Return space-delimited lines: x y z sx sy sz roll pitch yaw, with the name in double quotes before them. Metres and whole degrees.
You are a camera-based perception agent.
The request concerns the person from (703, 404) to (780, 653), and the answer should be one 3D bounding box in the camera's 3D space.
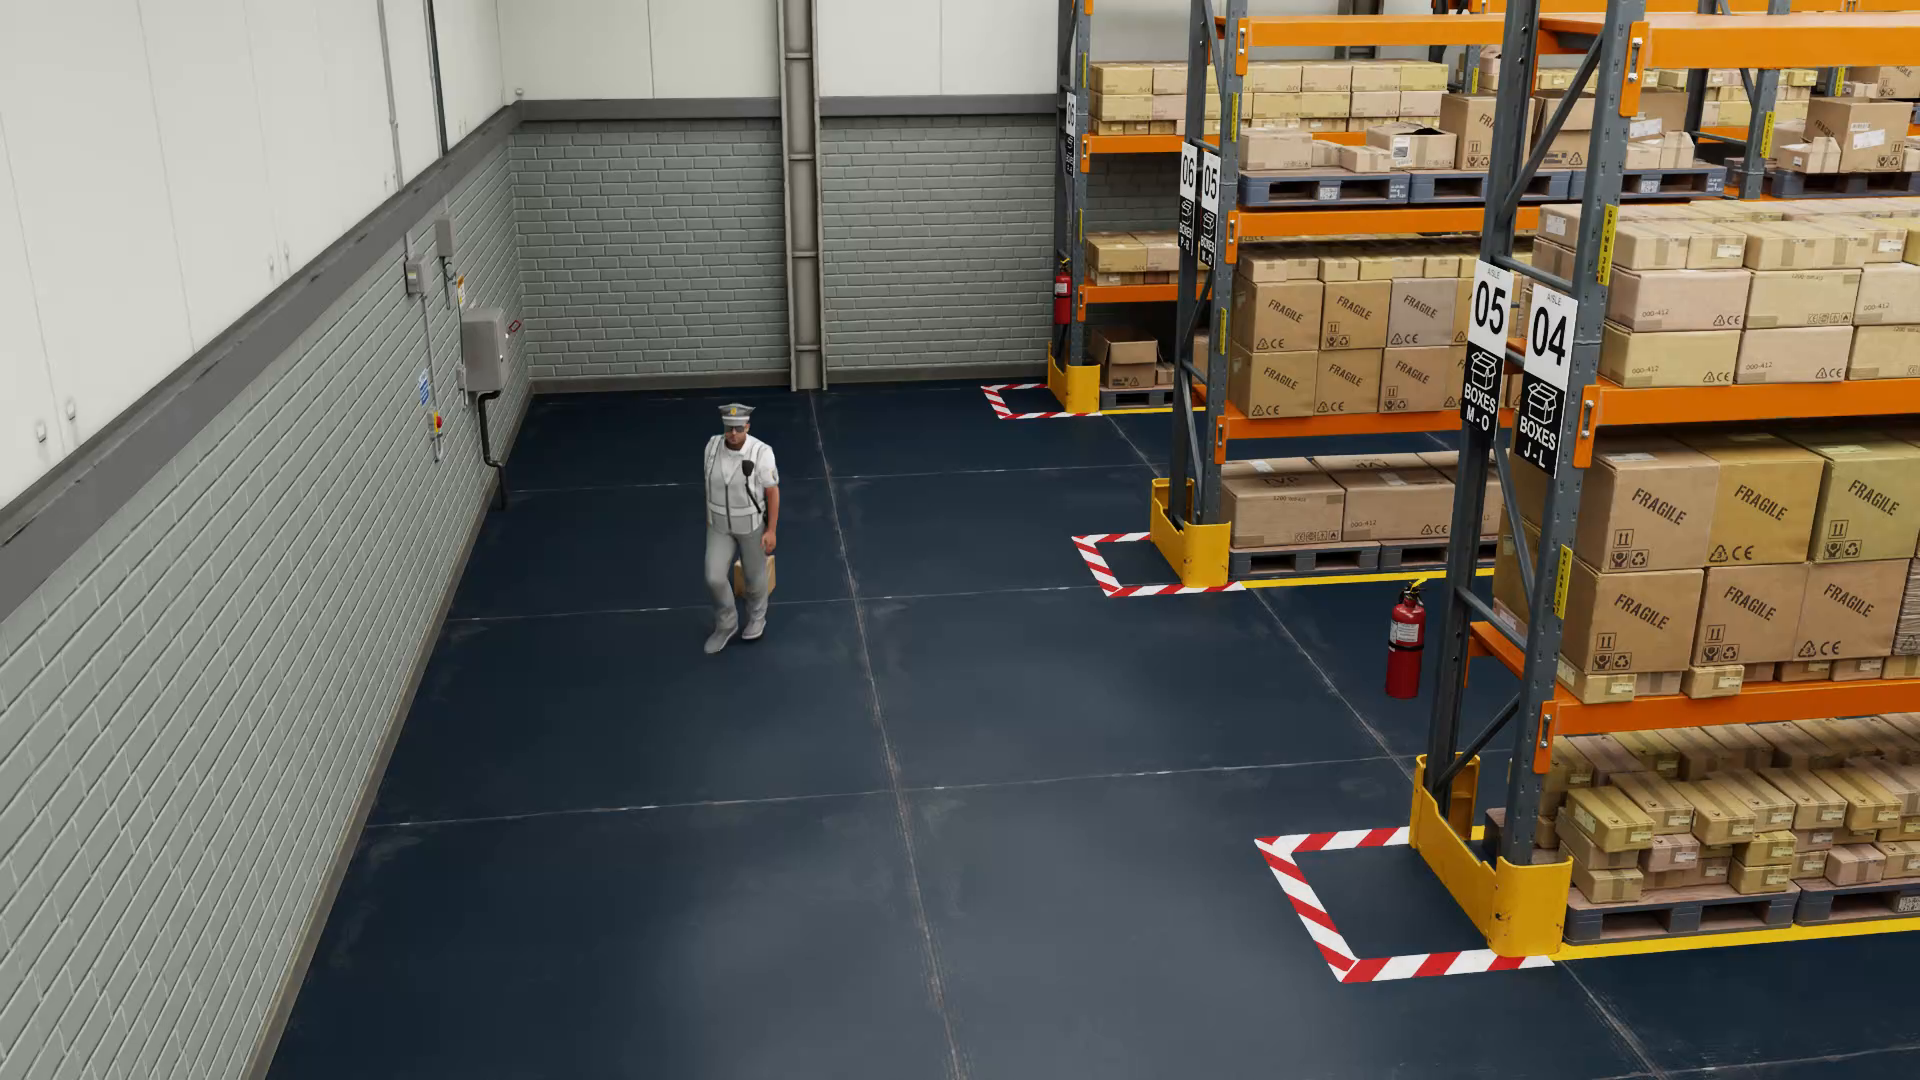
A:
"person" -1.487 -0.104 11.361 0.568 1.792 0.542 3 20 8
